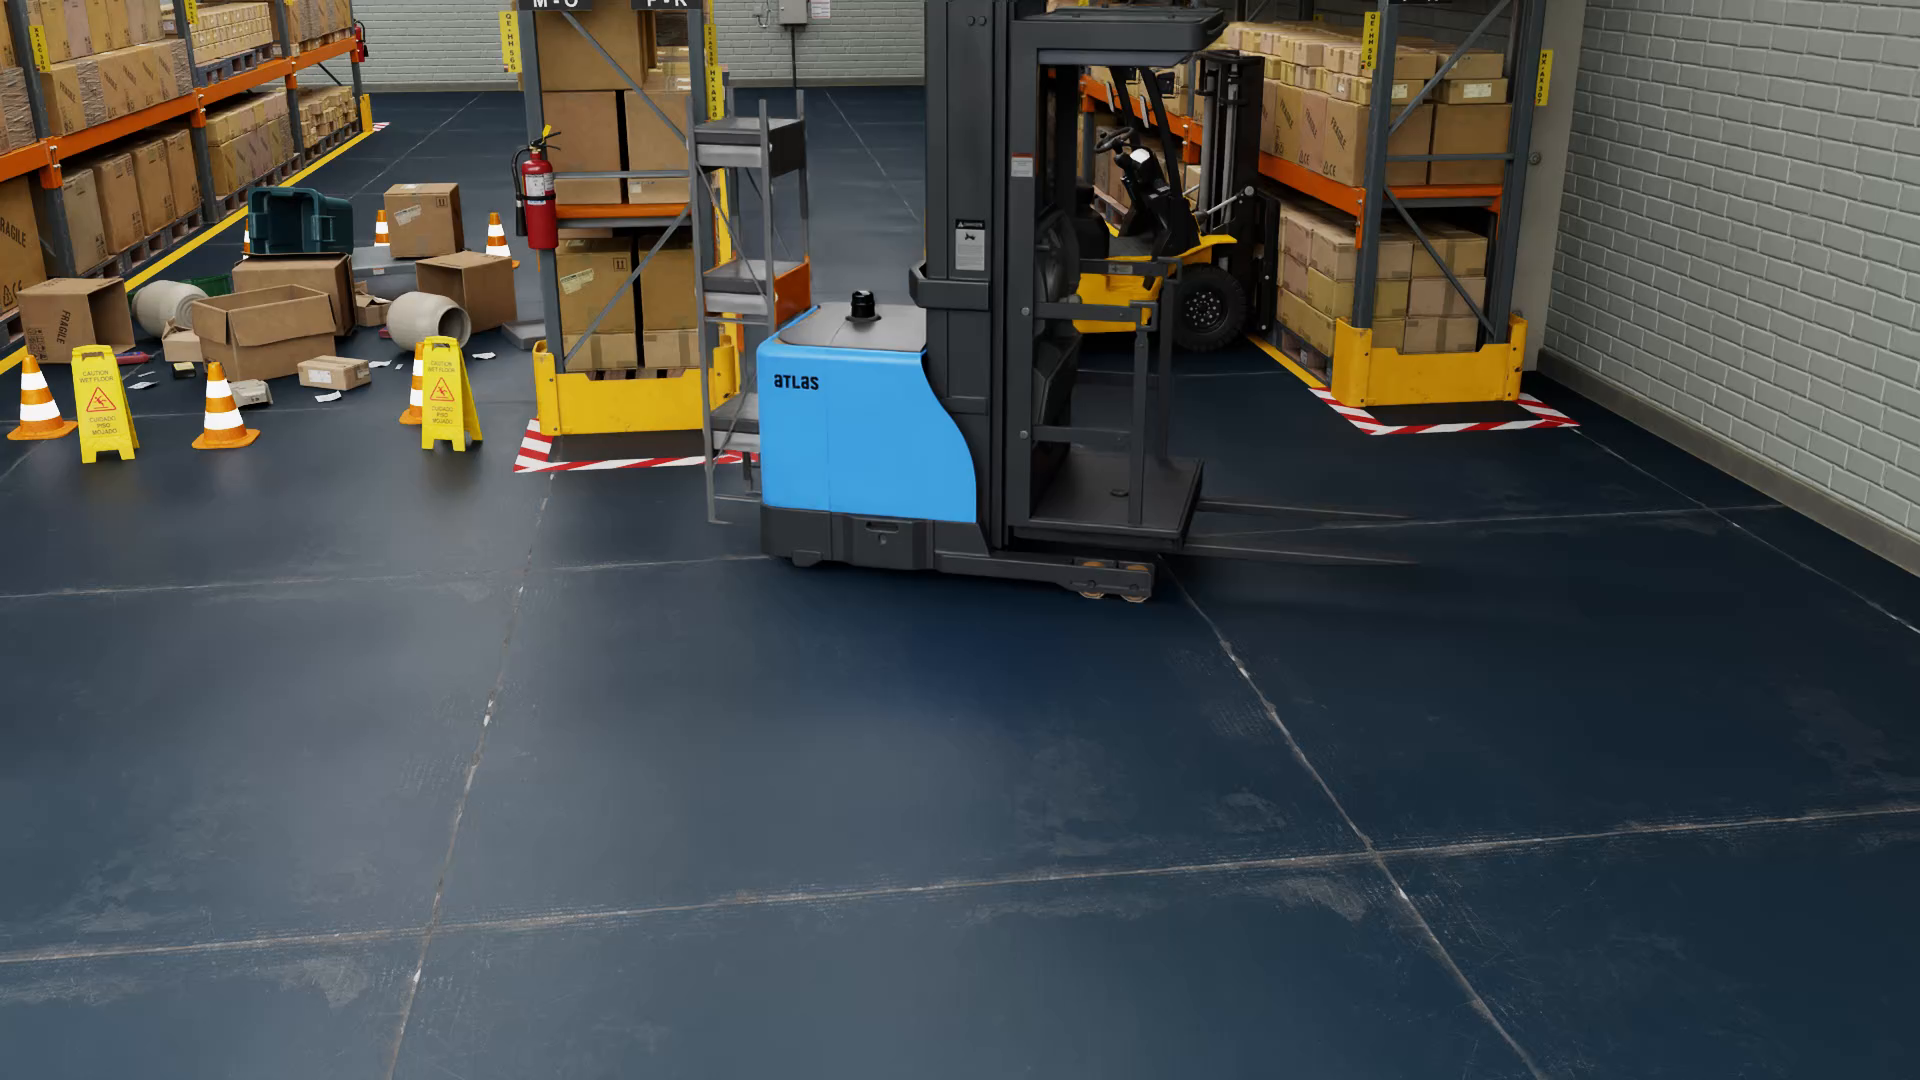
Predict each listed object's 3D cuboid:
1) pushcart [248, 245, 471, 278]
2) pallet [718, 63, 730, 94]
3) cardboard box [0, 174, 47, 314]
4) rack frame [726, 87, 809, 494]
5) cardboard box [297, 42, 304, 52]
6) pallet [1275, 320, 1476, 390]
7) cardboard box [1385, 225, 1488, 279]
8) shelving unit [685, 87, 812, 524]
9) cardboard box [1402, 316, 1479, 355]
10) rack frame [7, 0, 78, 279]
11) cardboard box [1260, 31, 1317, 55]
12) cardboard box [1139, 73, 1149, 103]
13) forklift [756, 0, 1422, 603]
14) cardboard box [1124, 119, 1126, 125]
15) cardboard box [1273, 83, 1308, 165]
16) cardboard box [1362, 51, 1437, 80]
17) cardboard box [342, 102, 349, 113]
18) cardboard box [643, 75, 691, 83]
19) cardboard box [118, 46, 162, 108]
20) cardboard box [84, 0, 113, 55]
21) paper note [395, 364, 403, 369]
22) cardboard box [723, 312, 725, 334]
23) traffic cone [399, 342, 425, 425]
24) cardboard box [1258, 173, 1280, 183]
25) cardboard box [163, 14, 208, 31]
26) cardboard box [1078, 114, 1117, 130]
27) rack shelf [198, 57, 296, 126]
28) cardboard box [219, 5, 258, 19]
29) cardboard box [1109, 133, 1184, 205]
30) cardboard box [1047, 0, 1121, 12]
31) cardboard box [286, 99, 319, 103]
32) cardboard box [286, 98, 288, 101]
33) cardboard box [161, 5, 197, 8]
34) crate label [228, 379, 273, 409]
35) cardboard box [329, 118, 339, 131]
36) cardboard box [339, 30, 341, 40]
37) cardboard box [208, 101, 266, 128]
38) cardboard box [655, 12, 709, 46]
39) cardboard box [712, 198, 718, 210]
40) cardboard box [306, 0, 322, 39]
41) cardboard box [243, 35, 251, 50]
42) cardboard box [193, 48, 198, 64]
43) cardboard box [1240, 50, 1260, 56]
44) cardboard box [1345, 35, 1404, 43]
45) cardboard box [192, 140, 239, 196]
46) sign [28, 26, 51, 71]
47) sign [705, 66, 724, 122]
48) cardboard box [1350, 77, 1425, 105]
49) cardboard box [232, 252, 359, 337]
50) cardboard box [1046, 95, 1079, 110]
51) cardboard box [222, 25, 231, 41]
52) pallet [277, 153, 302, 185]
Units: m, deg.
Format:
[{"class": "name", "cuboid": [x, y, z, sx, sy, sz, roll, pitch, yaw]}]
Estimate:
[{"class": "pushcart", "cuboid": [-4.756, -2.108, 13.320, 1.648, 0.377, 0.936, -11, 23, -26]}, {"class": "pallet", "cuboid": [-2.876, -4.522, 16.311, 1.213, 0.211, 1.003, -3, 21, -8]}, {"class": "cardboard box", "cuboid": [-7.370, -2.164, 12.160, 0.875, 0.875, 0.875, -3, 21, -7]}, {"class": "rack frame", "cuboid": [-0.951, -1.219, 8.478, 0.400, 2.100, 0.015, 5, 21, 14]}, {"class": "cardboard box", "cuboid": [-8.496, -6.220, 20.943, 0.380, 0.149, 0.250, -4, 21, -10]}, {"class": "pallet", "cuboid": [2.829, -1.292, 11.373, 1.003, 0.211, 1.213, -3, 21, -8]}, {"class": "cardboard box", "cuboid": [3.098, -1.888, 10.885, 0.500, 0.250, 0.500, -3, 21, -9]}, {"class": "shelving unit", "cuboid": [-1.016, -1.136, 8.258, 0.431, 2.100, 0.503, 5, 21, 14]}, {"class": "cardboard box", "cuboid": [3.103, -1.424, 11.071, 0.500, 0.250, 0.500, -3, 21, -8]}, {"class": "rack frame", "cuboid": [-7.391, -3.184, 12.454, 1.000, 3.000, 0.127, -3, 21, -8]}, {"class": "cardboard box", "cuboid": [2.420, -3.643, 12.188, 0.380, 0.149, 0.250, -3, 21, -8]}, {"class": "cardboard box", "cuboid": [1.953, -4.159, 15.277, 0.500, 0.250, 0.500, -3, 21, -7]}, {"class": "forklift", "cuboid": [0.630, -1.297, 7.500, 3.031, 2.935, 1.130, 5, 21, 12]}, {"class": "cardboard box", "cuboid": [2.049, -4.724, 18.623, 0.380, 0.149, 0.250, -2, 21, -6]}, {"class": "cardboard box", "cuboid": [2.510, -2.897, 11.542, 0.500, 0.500, 0.500, -3, 21, -9]}, {"class": "cardboard box", "cuboid": [2.720, -2.939, 10.302, 0.380, 0.149, 0.250, -3, 21, -8]}, {"class": "cardboard box", "cuboid": [-8.686, -5.991, 23.019, 0.380, 0.149, 0.250, -4, 21, -10]}, {"class": "cardboard box", "cuboid": [-1.803, -2.627, 10.395, 0.500, 0.500, 0.500, -2, 21, -6]}, {"class": "cardboard box", "cuboid": [-7.495, -4.127, 14.837, 0.500, 0.500, 0.500, -3, 21, -9]}, {"class": "cardboard box", "cuboid": [-7.689, -4.399, 14.134, 0.700, 0.500, 0.500, -3, 21, -8]}, {"class": "paper note", "cuboid": [-3.838, -1.187, 11.380, 0.032, 0.001, 0.123, -3, 21, -8]}, {"class": "cardboard box", "cuboid": [-1.840, -1.463, 11.175, 0.500, 0.250, 0.500, -2, 21, -6]}, {"class": "traffic cone", "cuboid": [-3.269, -0.979, 10.176, 0.336, 0.463, 0.334, -3, 21, -8]}, {"class": "cardboard box", "cuboid": [2.227, -2.736, 13.156, 0.500, 0.250, 0.500, -3, 21, -8]}, {"class": "cardboard box", "cuboid": [-7.915, -5.274, 16.959, 0.380, 0.149, 0.250, -3, 21, -8]}, {"class": "cardboard box", "cuboid": [1.505, -4.593, 18.272, 0.380, 0.149, 0.250, -4, 21, -10]}, {"class": "rack shelf", "cuboid": [-8.256, -4.924, 18.142, 1.077, 0.370, 4.000, -3, 21, -8]}, {"class": "cardboard box", "cuboid": [-8.219, -6.000, 18.902, 0.380, 0.149, 0.250, -4, 21, -9]}, {"class": "cardboard box", "cuboid": [2.006, -3.747, 16.755, 0.875, 0.625, 0.625, -2, 21, -6]}, {"class": "cardboard box", "cuboid": [1.409, -5.906, 18.994, 0.797, 0.503, 0.637, -3, 21, -9]}, {"class": "cardboard box", "cuboid": [-8.592, -5.678, 21.757, 0.380, 0.149, 0.250, -4, 21, -10]}, {"class": "cardboard box", "cuboid": [-9.042, -5.743, 21.930, 0.380, 0.149, 0.250, -3, 21, -8]}, {"class": "cardboard box", "cuboid": [-8.862, -5.967, 18.813, 0.380, 0.149, 0.250, -3, 21, -7]}, {"class": "crate label", "cuboid": [-4.493, -0.922, 10.488, 0.250, 0.136, 0.298, -15, 25, -35]}, {"class": "cardboard box", "cuboid": [-8.582, -5.583, 22.351, 0.380, 0.149, 0.250, -3, 21, -7]}, {"class": "cardboard box", "cuboid": [-8.745, -6.948, 22.892, 0.380, 0.149, 0.250, -3, 21, -8]}, {"class": "cardboard box", "cuboid": [-8.036, -4.725, 18.480, 0.500, 0.250, 0.500, -4, 21, -10]}, {"class": "cardboard box", "cuboid": [-2.291, -4.028, 13.546, 0.500, 0.500, 0.500, -2, 21, -6]}, {"class": "cardboard box", "cuboid": [-2.007, -2.185, 12.036, 0.500, 0.500, 0.500, -2, 21, -5]}, {"class": "cardboard box", "cuboid": [-8.482, -6.671, 21.223, 0.500, 0.500, 0.500, -3, 21, -9]}, {"class": "cardboard box", "cuboid": [-8.138, -5.546, 18.537, 0.380, 0.149, 0.250, -4, 21, -10]}, {"class": "cardboard box", "cuboid": [-7.833, -4.813, 16.574, 0.380, 0.149, 0.250, -3, 21, -9]}, {"class": "cardboard box", "cuboid": [2.292, -3.589, 12.468, 0.380, 0.149, 0.250, -3, 21, -8]}, {"class": "cardboard box", "cuboid": [2.949, -3.489, 11.776, 0.380, 0.149, 0.250, -3, 21, -7]}, {"class": "cardboard box", "cuboid": [-7.817, -3.852, 17.216, 0.500, 0.500, 0.500, -4, 21, -10]}, {"class": "sign", "cuboid": [-6.842, -3.655, 12.365, 0.100, 0.325, 0.005, -3, 21, -8]}, {"class": "sign", "cuboid": [-1.394, -2.517, 9.430, 0.100, 0.325, 0.005, -3, 21, -8]}, {"class": "cardboard box", "cuboid": [2.653, -2.792, 10.334, 0.380, 0.149, 0.250, -3, 21, -7]}, {"class": "cardboard box", "cuboid": [-4.832, -1.782, 12.073, 0.797, 0.637, 0.503, -3, 21, -8]}, {"class": "cardboard box", "cuboid": [1.256, -5.319, 20.216, 0.380, 0.149, 0.250, -3, 21, -8]}, {"class": "cardboard box", "cuboid": [-8.026, -5.411, 17.749, 0.380, 0.149, 0.250, -3, 21, -8]}, {"class": "pallet", "cuboid": [-8.431, -4.378, 19.636, 1.003, 0.211, 1.213, -3, 21, -8]}]
